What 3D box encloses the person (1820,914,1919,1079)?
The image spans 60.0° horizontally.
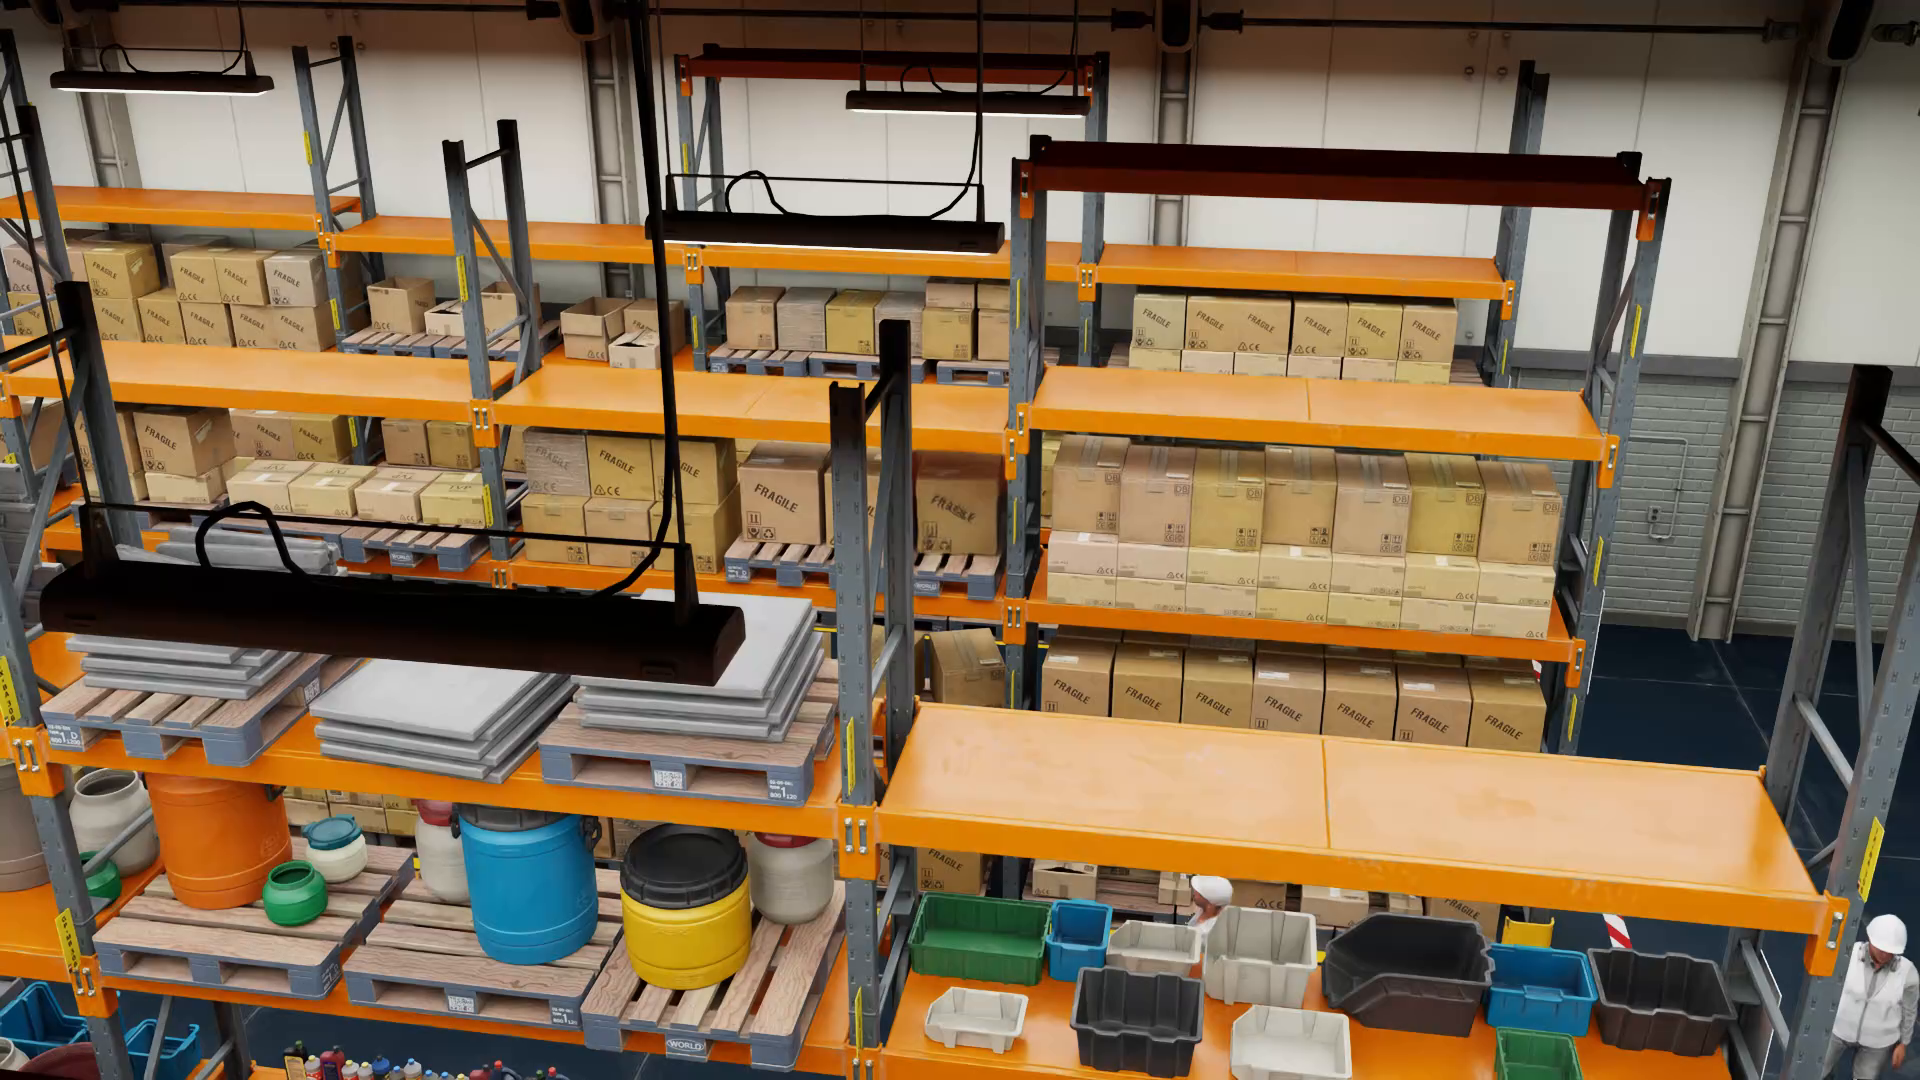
[{"bbox_3d":[5.802,3.096,10.712,0.577,1.711,0.513,13,26,28],"label":"person"}]

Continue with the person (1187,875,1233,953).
[{"bbox_3d":[1.570,2.843,10.993,1.104,1.544,0.653,3,23,6],"label":"person"}]

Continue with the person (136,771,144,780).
[{"bbox_3d":[-6.565,2.247,13.022,0.883,1.560,0.438,9,25,20],"label":"person"}]
